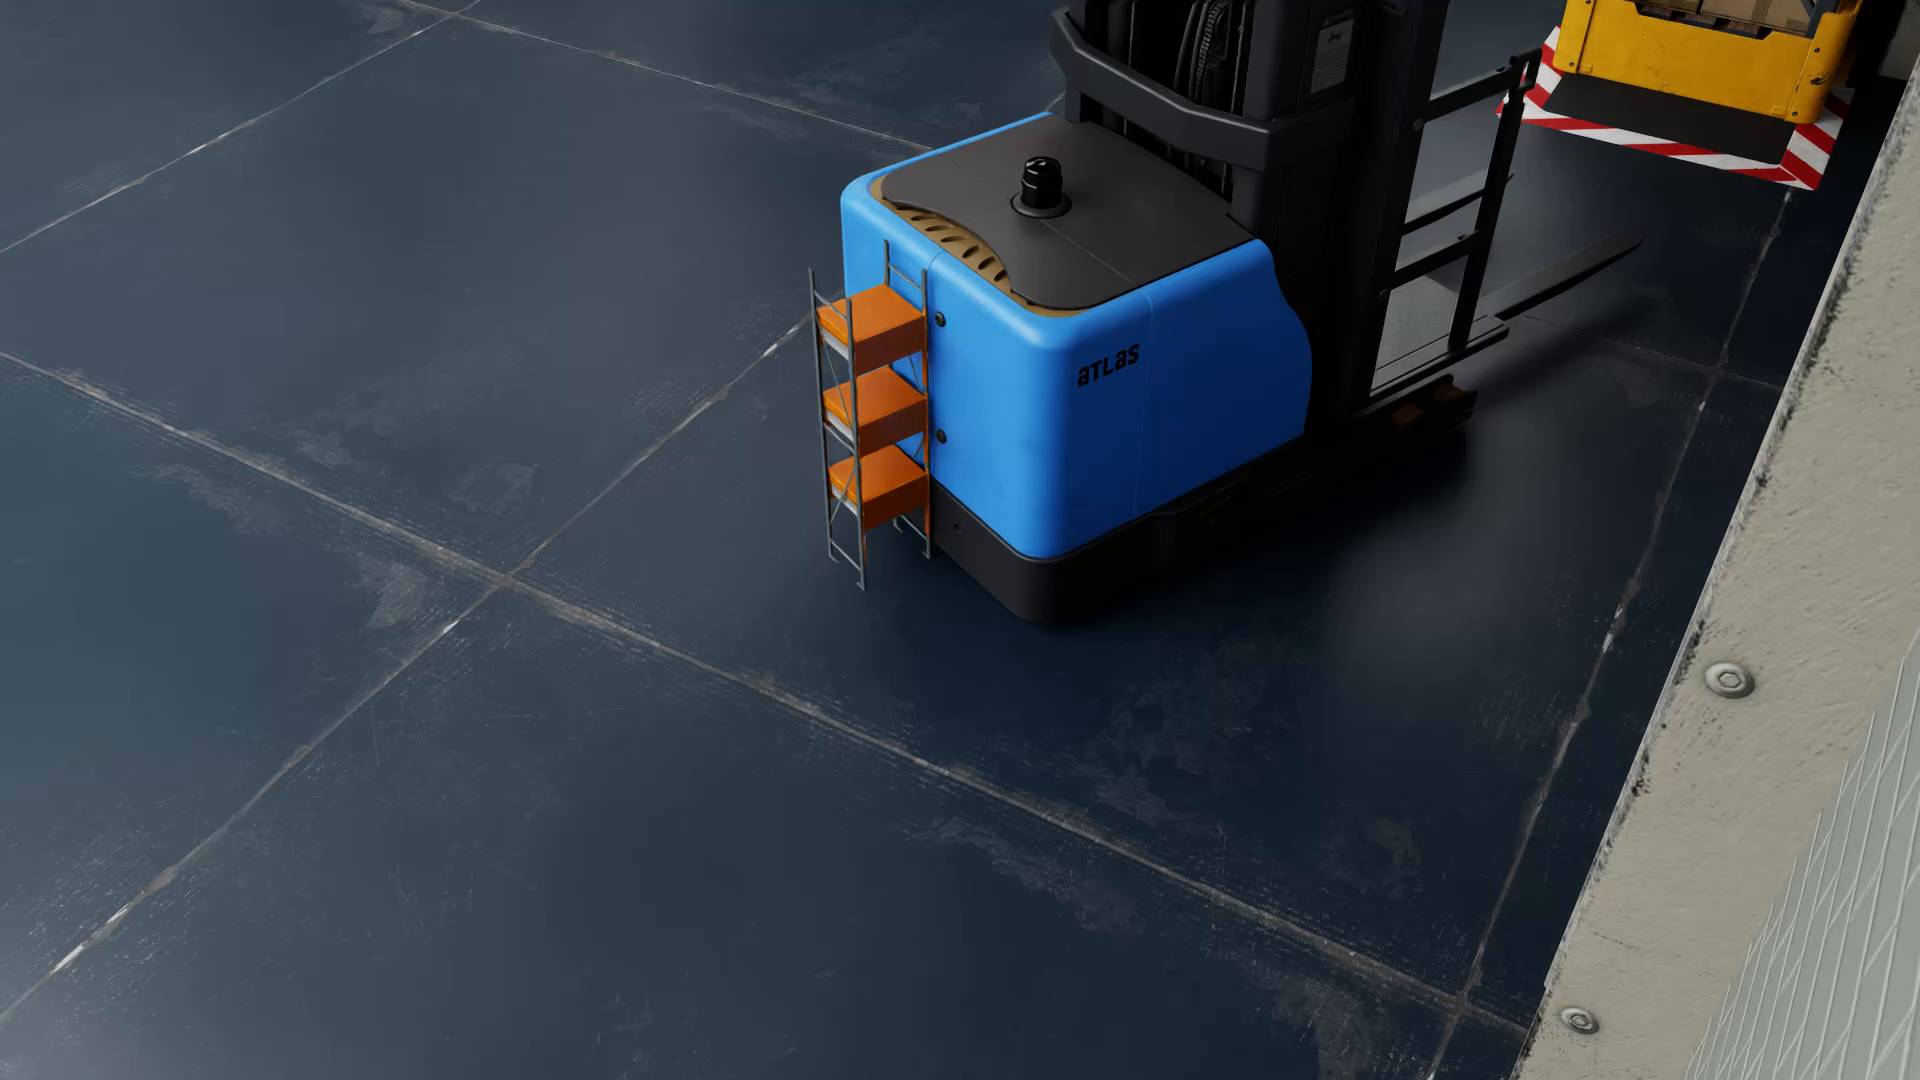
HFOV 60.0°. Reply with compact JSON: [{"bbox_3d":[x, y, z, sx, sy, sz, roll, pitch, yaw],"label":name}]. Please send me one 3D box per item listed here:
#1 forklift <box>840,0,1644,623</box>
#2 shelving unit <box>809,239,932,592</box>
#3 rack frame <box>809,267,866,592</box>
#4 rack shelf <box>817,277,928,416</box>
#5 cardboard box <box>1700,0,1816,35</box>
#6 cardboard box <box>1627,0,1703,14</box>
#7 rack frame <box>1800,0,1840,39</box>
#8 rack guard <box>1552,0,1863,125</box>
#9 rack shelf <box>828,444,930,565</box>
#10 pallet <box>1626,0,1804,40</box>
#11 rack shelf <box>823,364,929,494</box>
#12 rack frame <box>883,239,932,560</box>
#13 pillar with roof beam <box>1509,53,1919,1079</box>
[{"bbox_3d":[1.128,-1.645,4.900,3.031,2.935,1.130,-26,47,-26],"label":"forklift"},{"bbox_3d":[-0.249,-0.339,4.840,0.252,1.050,0.215,-26,47,-26],"label":"shelving unit"},{"bbox_3d":[-0.348,-0.291,4.786,0.008,1.050,0.200,-26,47,-26],"label":"rack frame"},{"bbox_3d":[-0.249,-0.544,4.660,0.240,0.259,0.215,-26,47,-26],"label":"rack shelf"},{"bbox_3d":[3.763,-2.588,7.682,0.500,0.250,0.500,21,46,22],"label":"cardboard box"},{"bbox_3d":[3.310,-2.745,7.860,0.500,0.250,0.500,21,46,22],"label":"cardboard box"},{"bbox_3d":[3.348,-3.246,6.666,1.000,3.000,0.127,21,45,22],"label":"rack frame"},{"bbox_3d":[3.336,-2.294,7.477,1.175,0.500,0.348,21,45,22],"label":"rack guard"},{"bbox_3d":[-0.249,-0.122,5.031,0.240,0.259,0.215,-26,47,-26],"label":"rack shelf"},{"bbox_3d":[3.694,-2.651,8.101,1.003,0.211,1.213,21,45,22],"label":"pallet"},{"bbox_3d":[-0.249,-0.331,4.847,0.240,0.259,0.215,-26,47,-26],"label":"rack shelf"},{"bbox_3d":[-0.151,-0.386,4.894,0.008,1.050,0.200,-26,47,-26],"label":"rack frame"},{"bbox_3d":[-2.253,-3.588,2.516,9.100,9.000,0.400,21,45,22],"label":"pillar with roof beam"}]
